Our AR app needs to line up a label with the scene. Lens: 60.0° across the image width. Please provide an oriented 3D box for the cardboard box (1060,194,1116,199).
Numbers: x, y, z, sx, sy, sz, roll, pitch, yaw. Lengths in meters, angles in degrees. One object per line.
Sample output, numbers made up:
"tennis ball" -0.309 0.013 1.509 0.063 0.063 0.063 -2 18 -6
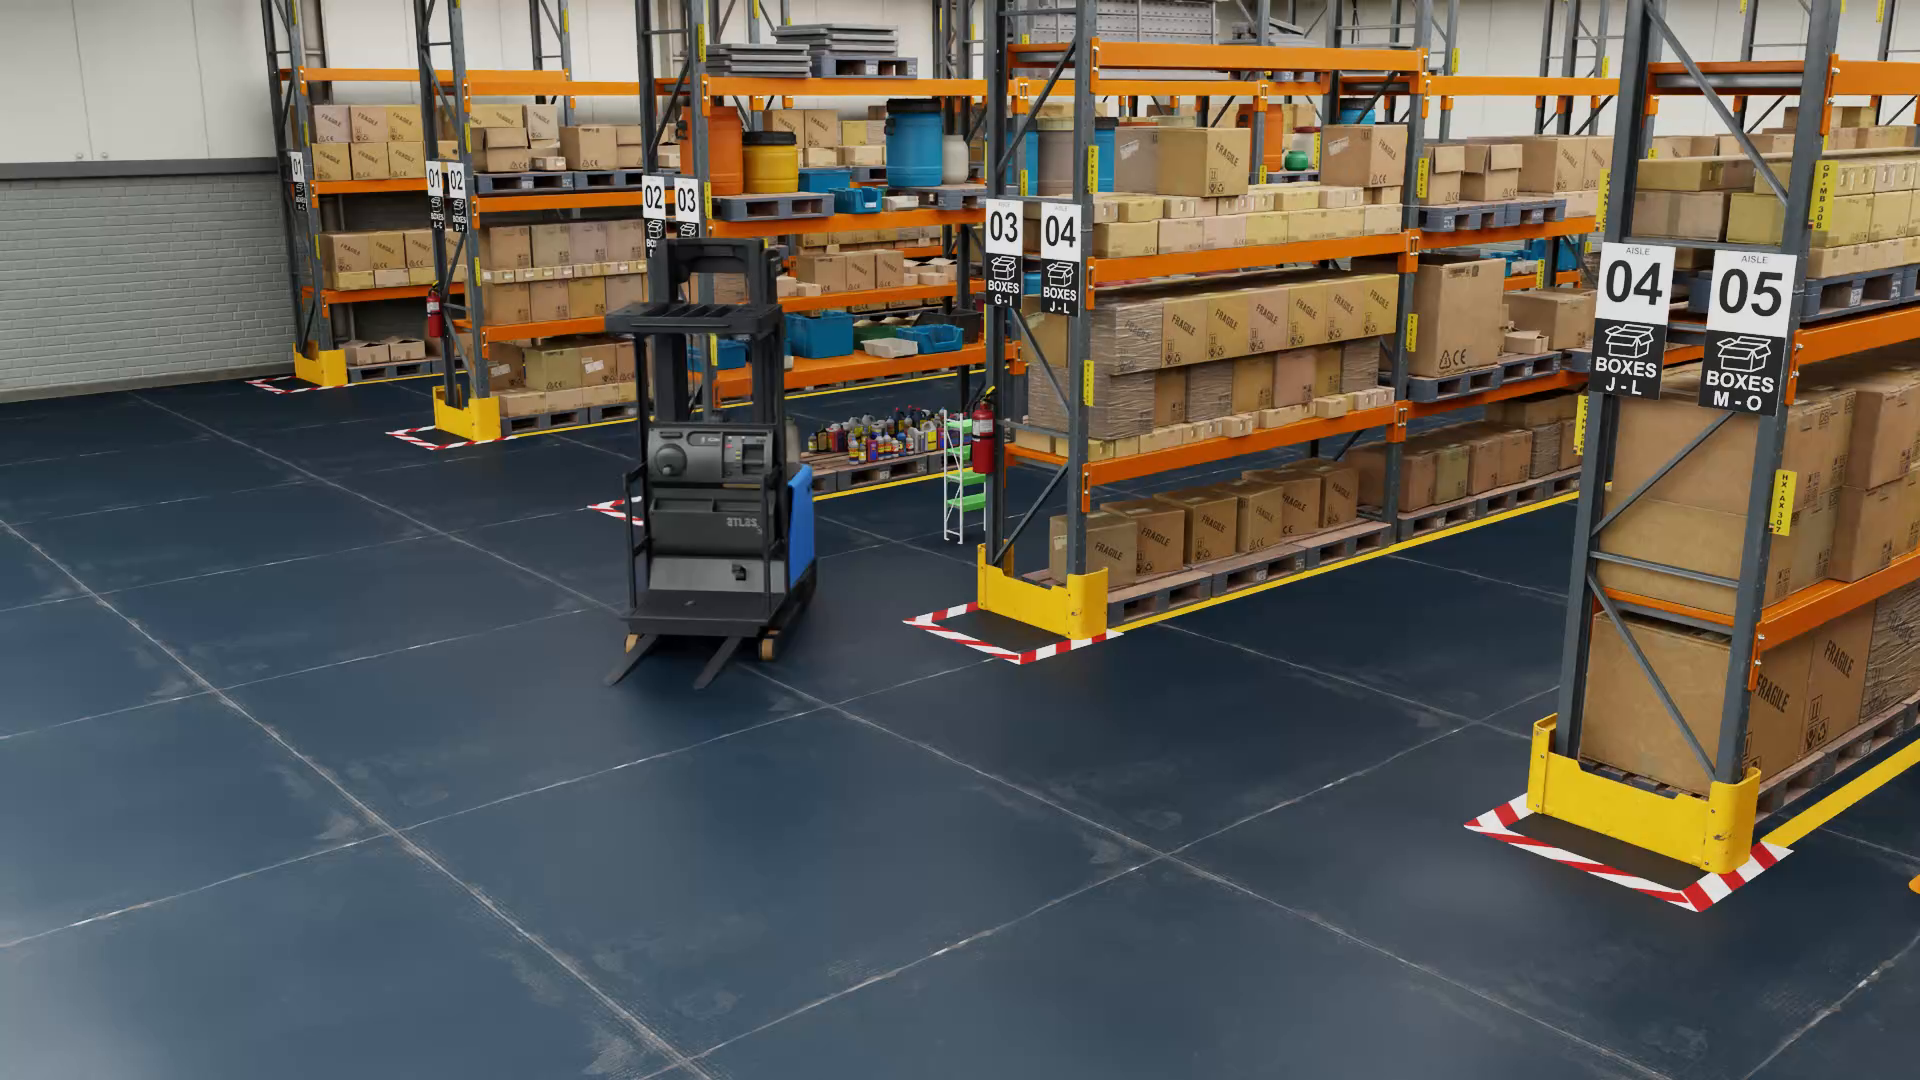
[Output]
"cardboard box" 0.982 -2.589 12.834 0.250 0.149 0.380 -14 20 -42

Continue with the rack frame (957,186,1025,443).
"rack frame" 0.336 -2.464 18.663 0.127 3.000 1.000 -13 19 -39

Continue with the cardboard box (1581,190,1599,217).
"cardboard box" 6.042 -3.339 16.417 0.500 0.250 0.500 -13 20 -40

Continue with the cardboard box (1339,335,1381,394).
"cardboard box" 3.207 -1.628 14.762 0.500 0.500 0.875 -13 19 -39

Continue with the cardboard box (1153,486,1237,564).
"cardboard box" 1.965 -0.130 13.956 0.500 0.500 0.500 -10 18 -34

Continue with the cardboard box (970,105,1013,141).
"cardboard box" 0.438 -6.160 24.555 0.500 0.500 0.500 -13 19 -39

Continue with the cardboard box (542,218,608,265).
"cardboard box" -4.757 -3.688 20.537 0.500 0.500 0.700 -13 19 -39

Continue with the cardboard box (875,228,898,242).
"cardboard box" -1.452 -5.565 29.463 0.500 0.500 0.500 -12 19 -38

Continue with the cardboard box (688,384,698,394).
"cardboard box" -3.503 -2.100 21.813 0.500 0.250 0.500 -13 19 -39

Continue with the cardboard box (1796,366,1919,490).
"cardboard box" 4.921 -0.669 9.558 0.550 0.550 0.875 -13 19 -39

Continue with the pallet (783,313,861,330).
"pallet" -2.506 -3.842 29.225 1.213 0.211 1.003 -13 19 -39

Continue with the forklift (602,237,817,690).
"forklift" -1.841 -0.635 11.946 1.130 2.935 3.031 2 15 6

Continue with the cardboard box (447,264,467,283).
"cardboard box" -7.455 -3.934 24.419 0.500 0.250 0.500 -12 19 -39

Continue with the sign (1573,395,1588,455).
"sign" 3.404 -0.622 9.062 0.005 0.325 0.100 -13 19 -39

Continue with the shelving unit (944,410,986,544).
"shelving unit" 0.125 -0.608 15.200 0.503 1.200 0.258 -13 19 -39

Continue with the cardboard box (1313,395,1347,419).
"cardboard box" 3.080 -1.150 14.229 0.250 0.149 0.380 -13 19 -39

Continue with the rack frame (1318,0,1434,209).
"rack frame" 3.587 -4.398 14.279 0.127 3.000 1.000 -13 19 -39

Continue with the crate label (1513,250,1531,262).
"crate label" 8.986 -4.467 26.371 0.303 0.233 0.416 -13 19 -39

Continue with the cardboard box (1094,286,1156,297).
"cardboard box" 1.196 -1.725 13.186 0.500 0.500 0.500 -13 19 -39

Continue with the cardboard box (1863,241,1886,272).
"cardboard box" 4.600 -1.500 8.720 0.250 0.149 0.380 -13 19 -39

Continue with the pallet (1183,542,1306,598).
"pallet" 2.183 0.176 14.184 1.213 0.211 1.003 -13 19 -39

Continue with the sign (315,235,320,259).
"sign" -8.829 -4.028 22.840 0.005 0.325 0.100 -13 19 -39

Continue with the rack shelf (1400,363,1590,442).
"rack shelf" 5.096 -1.491 16.414 4.000 0.370 1.077 -13 19 -39

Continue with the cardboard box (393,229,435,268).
"cardboard box" -7.854 -4.205 23.980 0.500 0.500 0.500 -13 20 -41

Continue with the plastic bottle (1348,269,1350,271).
"plastic bottle" 5.496 -3.693 23.505 0.135 0.276 0.152 -13 19 -39

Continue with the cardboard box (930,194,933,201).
"cardboard box" -0.709 -6.098 30.007 0.500 0.250 0.500 -12 19 -38

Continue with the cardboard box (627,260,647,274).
"cardboard box" -4.135 -3.443 20.876 0.250 0.149 0.380 -12 19 -38

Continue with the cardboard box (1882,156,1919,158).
"cardboard box" 5.363 -2.057 9.260 0.250 0.149 0.380 -12 19 -39

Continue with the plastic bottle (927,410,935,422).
"plastic bottle" -0.348 -1.315 18.772 0.133 0.283 0.061 -13 19 -39

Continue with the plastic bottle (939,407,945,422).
"plastic bottle" -0.192 -1.390 19.076 0.097 0.271 0.097 0 15 0

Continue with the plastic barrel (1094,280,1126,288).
"plastic barrel" 1.755 -2.774 19.558 0.433 0.535 0.433 0 15 0

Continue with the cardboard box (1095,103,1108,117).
"cardboard box" 2.512 -8.239 32.299 0.500 0.500 0.500 -13 20 -40

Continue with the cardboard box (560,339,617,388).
"cardboard box" -4.635 -2.208 20.766 0.500 0.500 0.500 -13 19 -39

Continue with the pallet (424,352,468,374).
"pallet" -7.572 -2.717 25.014 1.213 0.211 1.003 -13 19 -39

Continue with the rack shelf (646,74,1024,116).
"rack shelf" -1.173 -4.483 16.765 4.000 0.370 1.077 -13 19 -39

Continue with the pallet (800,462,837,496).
"pallet" -2.039 -0.598 17.080 1.213 0.211 1.003 -13 19 -39

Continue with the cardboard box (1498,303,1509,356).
"cardboard box" 4.834 -2.064 16.152 0.637 0.503 0.797 -10 18 -34

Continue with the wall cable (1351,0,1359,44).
"wall cable" 9.162 -10.626 33.824 0.112 2.526 3.097 -13 19 -39

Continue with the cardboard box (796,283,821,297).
"cardboard box" -2.110 -3.418 22.721 0.250 0.149 0.380 -13 19 -39

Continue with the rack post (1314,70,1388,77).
"rack post" 4.928 -6.109 21.651 0.954 0.300 0.937 -10 18 -33

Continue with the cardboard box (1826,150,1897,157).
"cardboard box" 5.501 -2.313 10.218 0.250 0.149 0.380 -12 19 -39

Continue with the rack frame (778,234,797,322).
"rack frame" -3.150 -5.071 28.420 0.127 3.000 1.000 -13 19 -39

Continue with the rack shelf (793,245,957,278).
"rack shelf" -1.641 -5.062 29.782 4.000 0.370 1.077 -13 19 -39

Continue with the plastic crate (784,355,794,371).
"plastic crate" -1.795 -1.748 16.493 0.250 0.136 0.298 -13 19 -39

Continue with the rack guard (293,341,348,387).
"rack guard" -9.128 -2.521 23.718 0.348 0.500 1.175 -13 19 -39

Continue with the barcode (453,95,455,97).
"barcode" -7.498 -6.608 24.683 0.075 0.075 0.001 -13 19 -39

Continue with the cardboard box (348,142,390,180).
"cardboard box" -8.340 -5.315 23.289 0.500 0.500 0.500 -11 19 -36

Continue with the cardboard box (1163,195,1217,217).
"cardboard box" 1.736 -2.558 12.719 0.250 0.149 0.380 -13 20 -40

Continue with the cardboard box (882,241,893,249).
"cardboard box" -1.397 -5.275 29.632 0.250 0.149 0.380 -12 19 -38

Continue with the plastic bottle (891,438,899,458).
"plastic bottle" -0.701 -0.986 17.697 0.097 0.201 0.097 0 15 0

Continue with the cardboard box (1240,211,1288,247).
"cardboard box" 2.253 -2.491 13.243 0.500 0.250 0.500 -12 19 -38

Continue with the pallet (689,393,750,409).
"pallet" -3.540 -1.956 22.162 1.213 0.211 1.003 -13 19 -39
